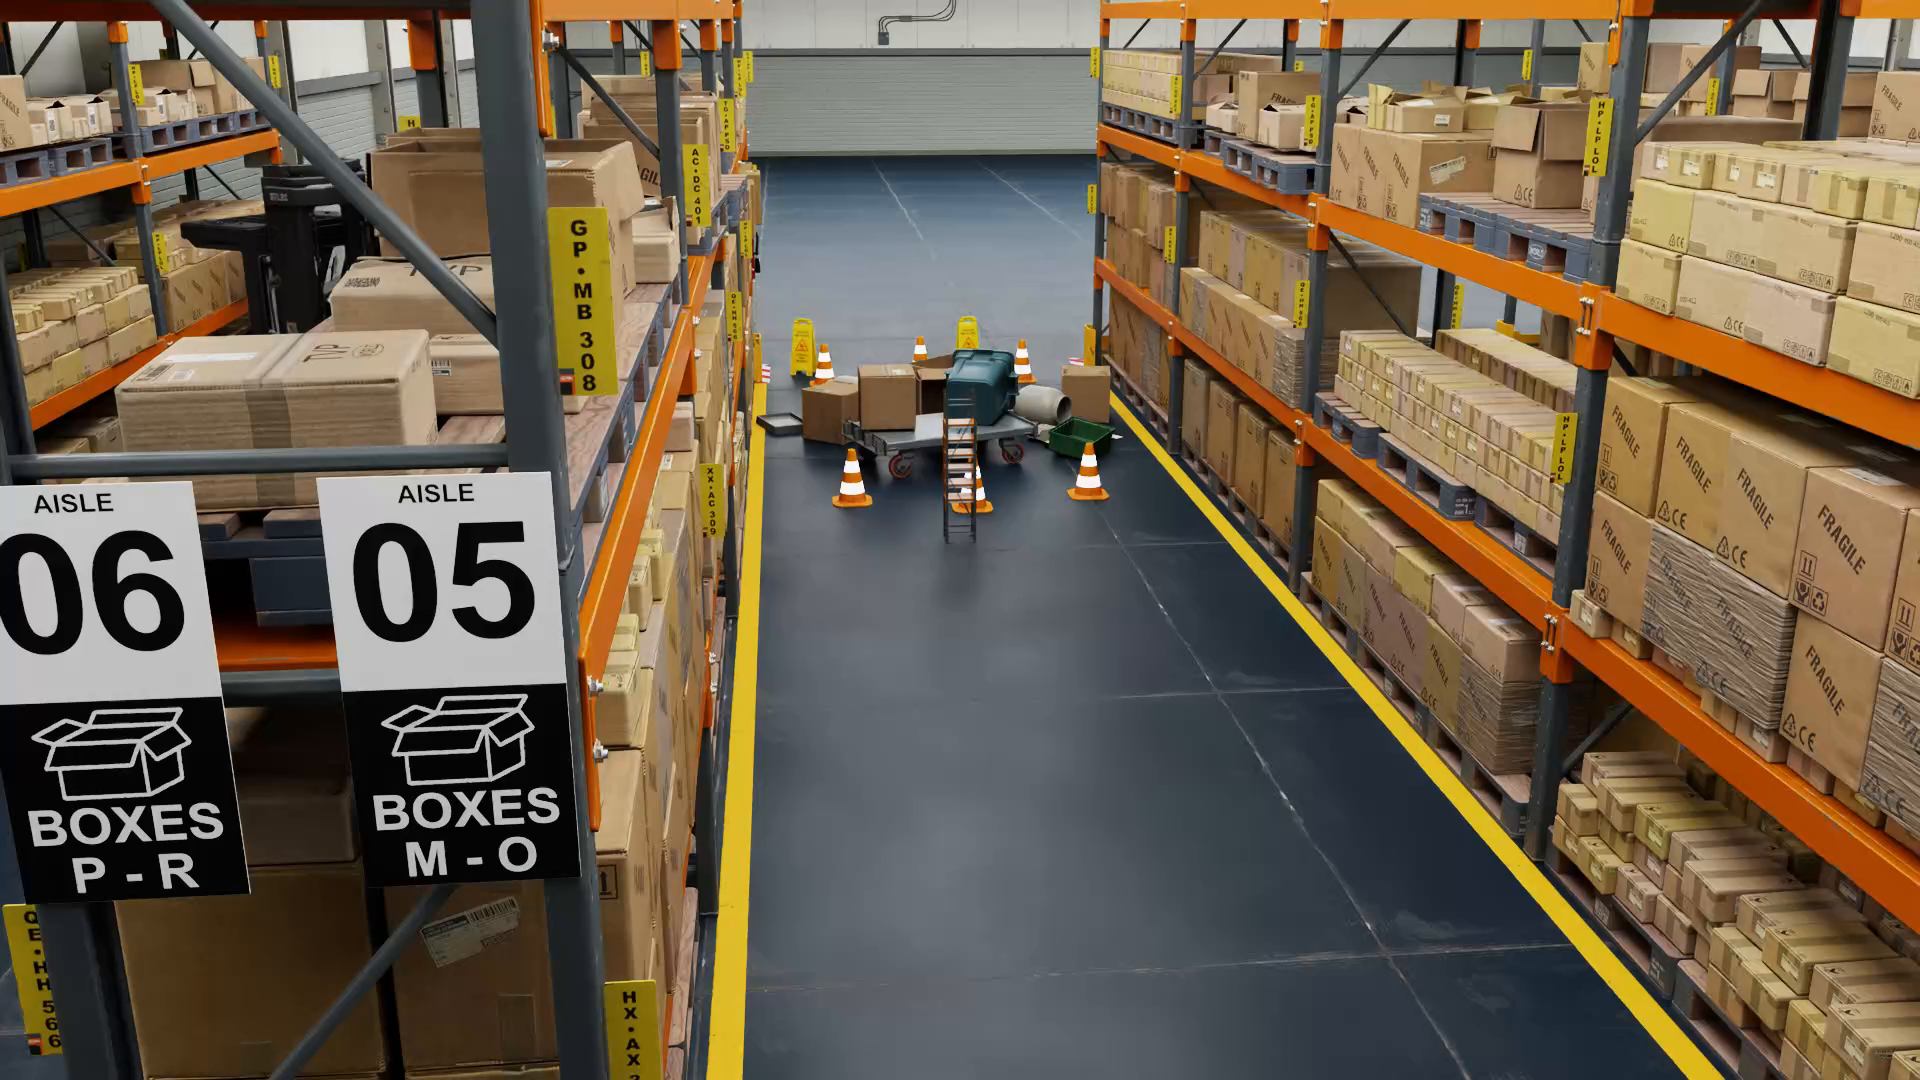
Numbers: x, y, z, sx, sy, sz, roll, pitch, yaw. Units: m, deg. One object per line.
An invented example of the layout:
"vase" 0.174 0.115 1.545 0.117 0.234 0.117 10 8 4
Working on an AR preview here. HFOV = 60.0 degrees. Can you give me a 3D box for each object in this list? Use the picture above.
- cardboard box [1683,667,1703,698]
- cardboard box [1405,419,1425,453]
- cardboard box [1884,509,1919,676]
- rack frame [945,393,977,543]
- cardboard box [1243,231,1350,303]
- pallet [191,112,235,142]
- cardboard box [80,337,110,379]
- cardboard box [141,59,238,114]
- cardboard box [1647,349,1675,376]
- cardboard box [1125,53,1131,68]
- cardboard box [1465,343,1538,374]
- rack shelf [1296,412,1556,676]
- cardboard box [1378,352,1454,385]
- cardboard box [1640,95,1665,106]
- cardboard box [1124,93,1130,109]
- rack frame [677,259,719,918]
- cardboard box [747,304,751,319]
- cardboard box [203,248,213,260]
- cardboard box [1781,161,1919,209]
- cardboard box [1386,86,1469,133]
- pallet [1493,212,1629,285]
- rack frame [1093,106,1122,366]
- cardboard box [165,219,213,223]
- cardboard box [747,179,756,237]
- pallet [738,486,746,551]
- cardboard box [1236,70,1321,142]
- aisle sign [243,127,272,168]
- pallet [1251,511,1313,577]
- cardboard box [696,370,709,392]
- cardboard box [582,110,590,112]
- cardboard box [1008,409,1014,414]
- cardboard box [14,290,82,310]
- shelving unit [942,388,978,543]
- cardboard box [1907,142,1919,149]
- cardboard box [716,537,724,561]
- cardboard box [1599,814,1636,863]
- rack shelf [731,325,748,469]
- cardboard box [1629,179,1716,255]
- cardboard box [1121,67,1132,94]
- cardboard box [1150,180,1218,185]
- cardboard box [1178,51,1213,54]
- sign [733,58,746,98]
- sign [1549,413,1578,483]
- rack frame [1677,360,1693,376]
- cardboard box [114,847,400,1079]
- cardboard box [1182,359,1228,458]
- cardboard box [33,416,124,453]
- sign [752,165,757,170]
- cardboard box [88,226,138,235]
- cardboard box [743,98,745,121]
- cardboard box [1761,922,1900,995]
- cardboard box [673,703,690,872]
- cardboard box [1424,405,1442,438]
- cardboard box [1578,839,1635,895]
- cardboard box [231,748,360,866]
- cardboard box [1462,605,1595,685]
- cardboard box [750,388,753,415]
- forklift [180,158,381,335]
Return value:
"cardboard box" 3.203 0.565 6.790 0.380 0.149 0.250 -3 18 -8
"cardboard box" 2.868 -0.621 9.865 0.380 0.149 0.250 -2 17 -5
"cardboard box" 3.300 0.208 5.175 0.500 0.500 0.500 -1 17 -3
"rack frame" 0.008 -0.550 12.924 0.240 1.200 0.006 -2 18 -6
"cardboard box" 2.686 -2.189 13.307 0.700 0.500 0.500 -2 18 -6
"pallet" -7.615 -3.934 15.840 1.003 0.211 1.213 -2 18 -6
"cardboard box" -6.988 -1.417 12.933 0.500 0.250 0.500 -2 18 -5
"cardboard box" -7.497 -4.415 16.190 0.700 0.500 0.500 -2 18 -5
"cardboard box" 7.348 -1.688 17.019 0.500 0.500 0.500 4 18 12
"cardboard box" 1.907 -4.910 17.022 0.380 0.149 0.250 -2 18 -6
"cardboard box" 3.442 -1.154 10.572 0.380 0.149 0.250 -1 17 -4
"rack shelf" 3.091 -0.136 9.803 1.077 0.370 4.000 -2 18 -6
"cardboard box" 2.817 -1.063 10.282 0.380 0.149 0.250 -3 18 -8
"cardboard box" 6.954 -4.420 16.825 0.380 0.149 0.250 -1 17 -3
"cardboard box" 1.906 -4.530 17.141 0.380 0.149 0.250 -2 18 -6
"rack frame" -1.616 0.300 7.214 1.000 3.000 0.127 -2 18 -6
"cardboard box" -2.359 -2.340 17.176 0.380 0.149 0.250 -1 17 -3
"cardboard box" -7.210 -2.697 15.511 0.380 0.149 0.250 -2 18 -6
"cardboard box" 3.192 -1.267 5.947 0.380 0.149 0.250 -2 18 -7
"cardboard box" 2.771 -2.562 9.876 0.396 0.266 0.258 -2 18 -6
"pallet" 3.339 -1.412 7.972 1.213 0.211 1.003 -2 18 -6
"rack frame" 2.059 -3.458 19.185 1.000 3.000 0.127 -2 18 -6
"cardboard box" -7.371 -2.987 15.939 0.380 0.149 0.250 -2 18 -5
"cardboard box" -2.327 -3.191 16.002 0.700 0.500 0.500 -2 18 -7
"pallet" -2.231 -0.157 13.325 1.003 0.211 1.213 -2 18 -6
"cardboard box" 2.426 -3.311 12.673 0.500 0.500 0.500 -2 18 -6
"aisle sign" -7.505 -4.390 17.812 0.394 0.787 0.004 -2 18 -6
"pallet" 2.878 0.018 12.766 1.003 0.211 1.213 -2 18 -6
"cardboard box" -1.456 -0.516 7.975 0.500 0.500 0.500 -2 18 -6
"cardboard box" -2.727 -3.306 13.241 0.500 0.250 0.500 -2 18 -6
"cardboard box" 0.463 -1.417 17.249 0.396 0.266 0.258 1 17 4
"cardboard box" -6.961 -1.812 12.690 0.380 0.149 0.250 -2 18 -5
"shelving unit" -0.002 -0.577 13.011 0.258 1.200 0.189 -2 18 -6
"cardboard box" 7.471 -2.839 12.455 0.500 0.250 0.500 -2 18 -6
"cardboard box" -1.491 -0.075 8.659 0.500 0.250 0.500 -2 18 -6
"cardboard box" 3.131 1.325 7.510 0.380 0.149 0.250 -2 18 -5
"rack shelf" -2.235 -1.145 13.016 1.077 0.370 4.000 -2 18 -6
"cardboard box" 3.108 -1.330 6.815 0.500 0.250 0.500 -1 17 -4
"cardboard box" 1.960 -4.755 17.192 0.500 0.250 0.500 -2 18 -6
"cardboard box" 2.377 -3.290 16.595 0.875 0.550 0.550 -2 18 -6
"cardboard box" 2.510 -5.080 17.564 0.380 0.149 0.250 -1 17 -5
"sign" -1.890 -3.968 14.278 0.100 0.325 0.005 -2 18 -6
"sign" 2.745 -0.417 7.566 0.100 0.325 0.005 -2 18 -6
"rack frame" 7.416 -2.390 15.781 1.000 3.000 0.127 -2 18 -6
"cardboard box" -1.490 0.831 3.688 0.500 0.500 0.500 -1 17 -4
"cardboard box" 2.625 -1.212 15.083 1.050 0.750 0.750 -2 18 -6
"cardboard box" -7.241 -0.610 13.376 0.875 0.625 0.625 -2 18 -6
"sign" -2.300 -3.990 18.417 0.100 0.325 0.005 -2 18 -6
"cardboard box" -7.832 -2.819 15.402 0.380 0.149 0.250 -2 18 -7
"cardboard box" -2.424 -4.328 16.702 0.500 0.250 0.500 -1 17 -4
"cardboard box" 3.262 1.568 6.239 0.380 0.149 0.250 -2 18 -5
"cardboard box" -1.150 0.841 5.322 0.500 0.500 0.500 -1 17 -4
"cardboard box" 2.900 -0.683 9.567 0.380 0.149 0.250 -1 17 -4
"cardboard box" 3.042 1.474 7.532 0.380 0.149 0.250 -1 17 -4
"cardboard box" -1.440 0.557 3.477 0.380 0.149 0.250 -2 17 -5
"cardboard box" 2.969 0.537 8.678 0.500 0.250 0.500 -2 18 -7
"cardboard box" -2.300 -1.315 16.247 0.500 0.250 0.500 -1 17 -3
"forklift" -5.152 -1.448 12.898 3.031 2.935 1.130 9 20 27
